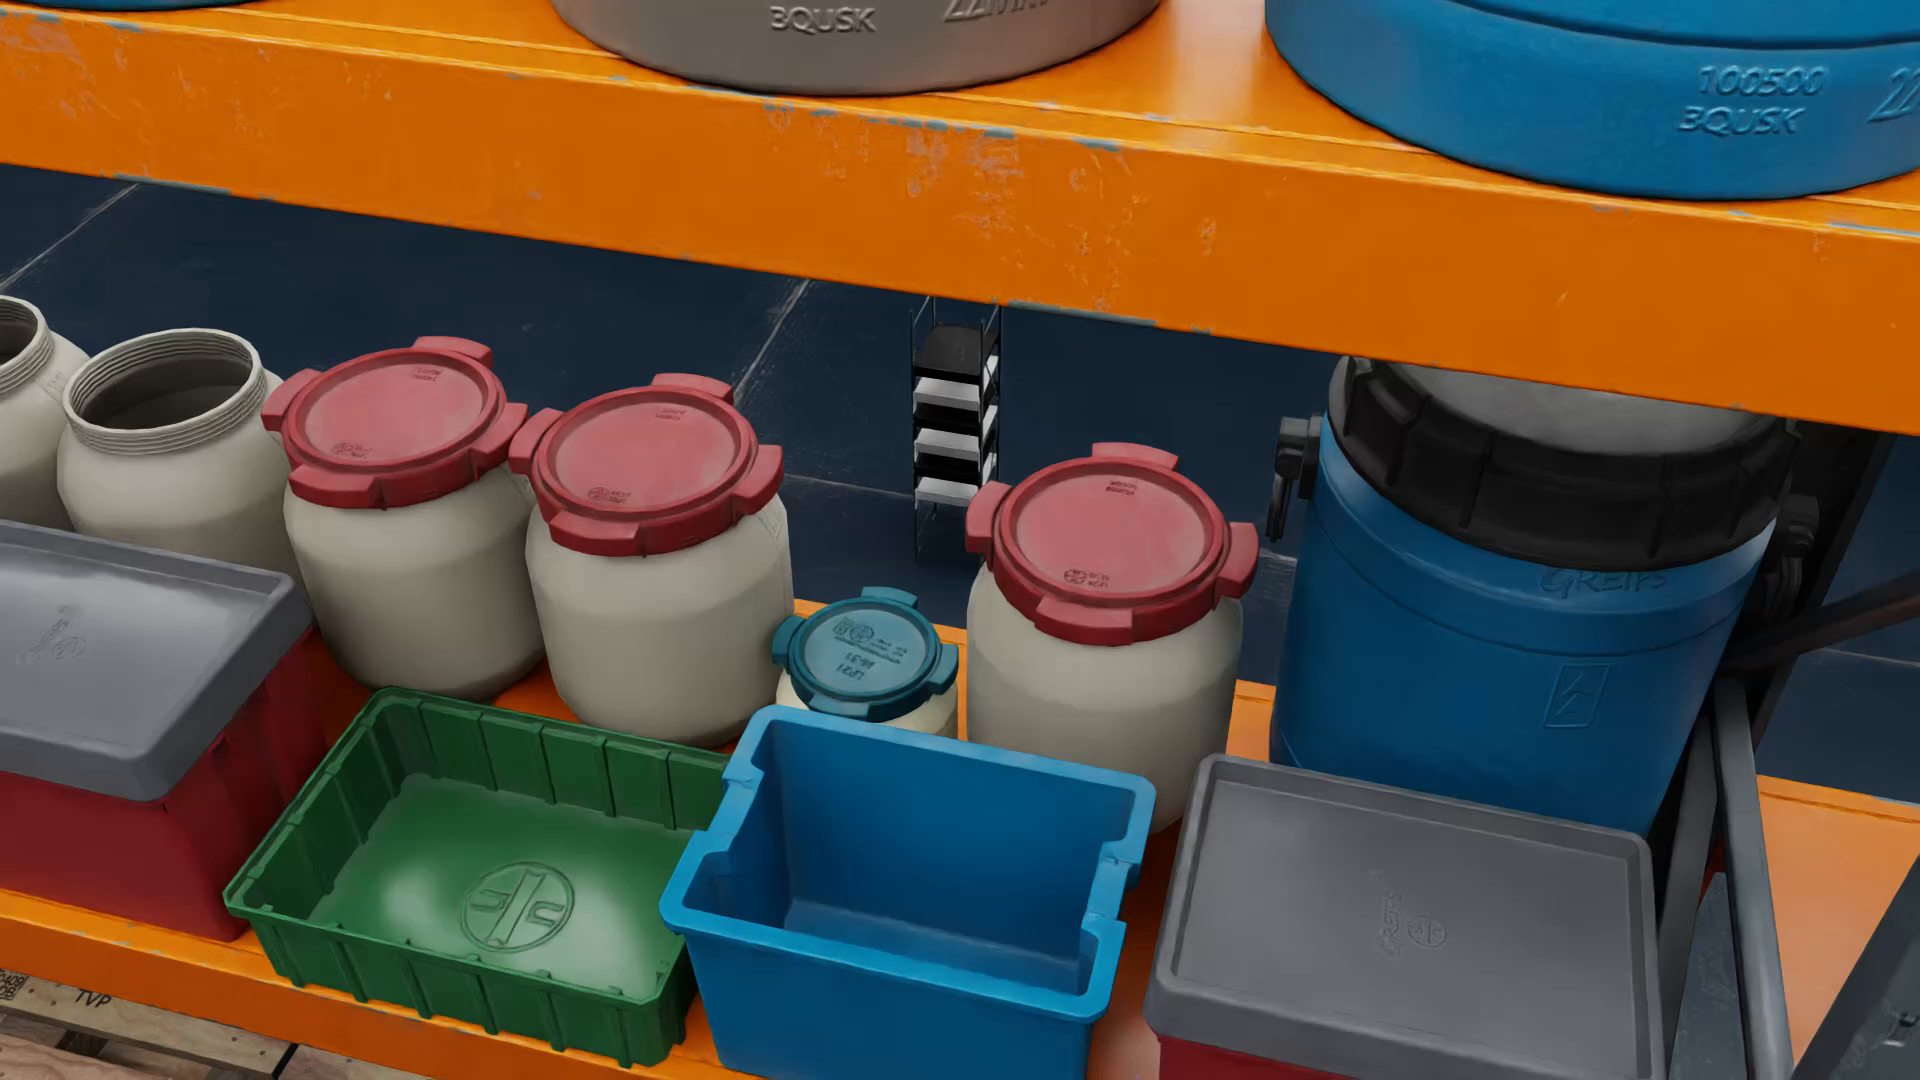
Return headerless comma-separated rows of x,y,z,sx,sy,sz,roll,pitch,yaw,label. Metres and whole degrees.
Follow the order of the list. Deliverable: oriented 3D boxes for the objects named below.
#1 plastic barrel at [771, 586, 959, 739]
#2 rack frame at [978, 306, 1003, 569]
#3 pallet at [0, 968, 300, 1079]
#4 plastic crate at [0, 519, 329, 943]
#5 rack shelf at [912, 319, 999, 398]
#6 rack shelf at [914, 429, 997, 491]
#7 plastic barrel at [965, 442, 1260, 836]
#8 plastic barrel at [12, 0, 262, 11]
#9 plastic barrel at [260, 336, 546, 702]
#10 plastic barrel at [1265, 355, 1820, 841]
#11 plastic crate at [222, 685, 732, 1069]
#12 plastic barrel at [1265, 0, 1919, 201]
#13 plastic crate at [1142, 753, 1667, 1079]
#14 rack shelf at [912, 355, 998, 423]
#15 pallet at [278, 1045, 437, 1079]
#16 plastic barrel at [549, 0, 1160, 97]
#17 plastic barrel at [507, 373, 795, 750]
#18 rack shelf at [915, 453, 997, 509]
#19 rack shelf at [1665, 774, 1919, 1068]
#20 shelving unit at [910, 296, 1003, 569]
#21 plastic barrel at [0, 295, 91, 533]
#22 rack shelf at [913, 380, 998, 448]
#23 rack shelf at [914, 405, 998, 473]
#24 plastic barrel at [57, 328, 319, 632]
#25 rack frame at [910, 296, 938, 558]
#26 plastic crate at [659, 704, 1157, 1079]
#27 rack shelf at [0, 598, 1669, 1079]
-0.150,0.266,2.708,0.301,0.262,0.301,0,40,0,plastic barrel
0.090,-0.329,4.942,0.006,0.900,0.240,10,41,11,rack frame
-2.037,1.084,3.795,1.213,0.211,1.003,10,41,11,pallet
-1.294,0.298,2.513,0.583,0.464,0.402,10,41,11,plastic crate
-0.008,-0.527,4.810,0.200,0.077,0.258,10,41,11,rack shelf
-0.008,-0.252,5.042,0.200,0.077,0.258,10,41,11,rack shelf
0.221,0.181,2.596,0.433,0.535,0.433,0,40,0,plastic barrel
-0.722,-0.979,1.361,0.708,0.901,0.600,10,41,11,plastic barrel
-0.906,-0.013,2.827,0.433,0.535,0.433,0,40,0,plastic barrel
0.794,0.084,2.428,0.708,0.901,0.600,10,41,11,plastic barrel
-0.667,0.496,2.492,0.662,0.188,0.450,10,41,11,plastic crate
0.541,-0.762,1.103,0.708,0.901,0.600,10,41,11,plastic barrel
0.542,0.614,2.137,0.583,0.464,0.402,10,41,11,plastic crate
-0.008,-0.458,4.868,0.200,0.077,0.258,10,41,11,rack shelf
-0.862,1.288,3.552,1.213,0.211,1.003,10,41,11,pallet
-0.091,-0.871,1.232,0.600,0.901,0.600,0,40,0,plastic barrel
-0.488,0.059,2.741,0.433,0.535,0.433,0,40,0,plastic barrel
-0.008,-0.183,5.099,0.200,0.077,0.258,10,41,11,rack shelf
3.021,1.136,2.124,4.000,0.370,1.077,10,41,11,rack shelf
-0.008,-0.346,4.962,0.210,0.900,0.258,10,41,11,shelving unit
-1.727,-0.141,2.999,0.421,0.512,0.421,0,40,0,plastic barrel
-0.008,-0.389,4.926,0.200,0.077,0.258,10,41,11,rack shelf
-0.008,-0.320,4.984,0.200,0.077,0.258,10,41,11,rack shelf
-1.320,-0.071,2.915,0.421,0.512,0.421,0,40,0,plastic barrel
-0.106,-0.363,4.982,0.006,0.900,0.240,10,41,11,rack frame
-0.058,0.545,2.282,0.575,0.384,0.392,10,41,11,plastic crate
-0.844,0.472,2.916,4.000,0.370,1.077,10,41,11,rack shelf
